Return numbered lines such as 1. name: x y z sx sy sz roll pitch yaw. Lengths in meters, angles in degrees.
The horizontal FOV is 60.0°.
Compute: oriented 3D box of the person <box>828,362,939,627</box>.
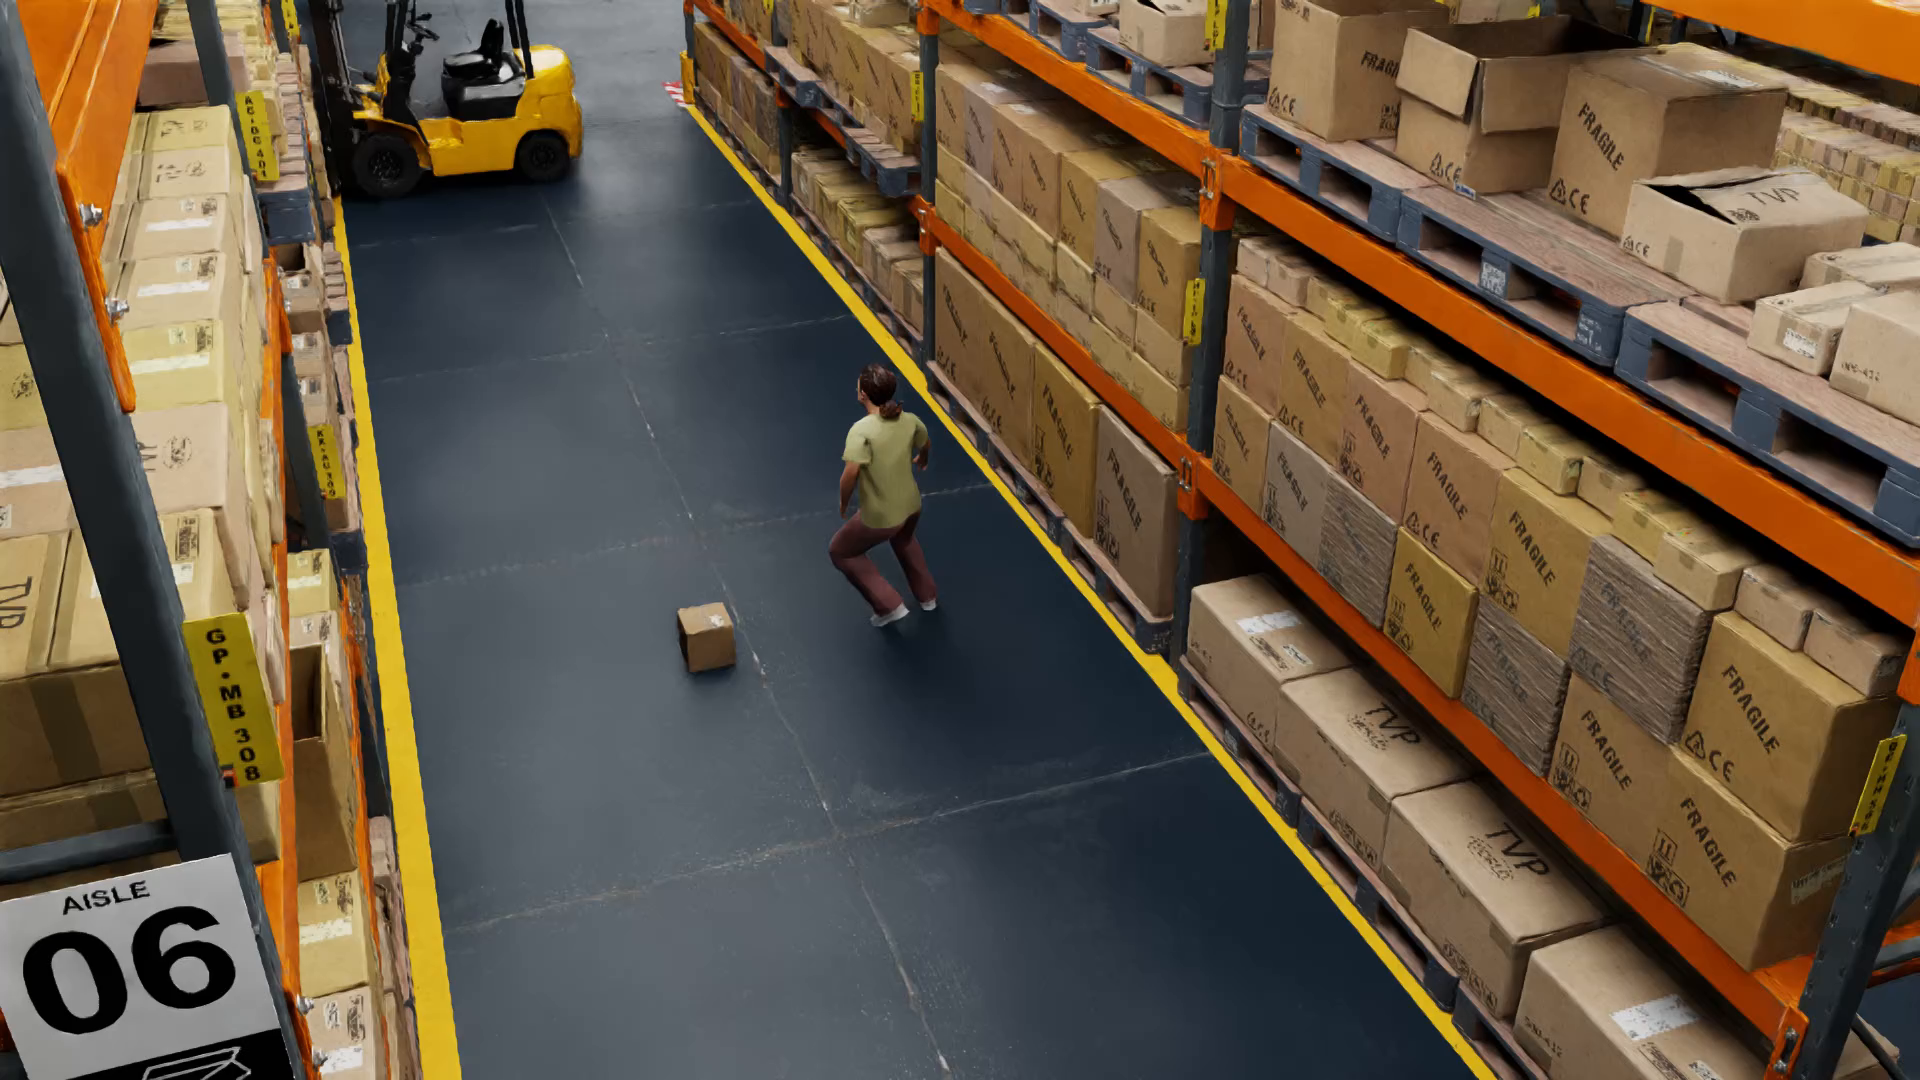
1. person: -0.383 -0.120 8.901 0.468 1.364 0.836 23 37 34
